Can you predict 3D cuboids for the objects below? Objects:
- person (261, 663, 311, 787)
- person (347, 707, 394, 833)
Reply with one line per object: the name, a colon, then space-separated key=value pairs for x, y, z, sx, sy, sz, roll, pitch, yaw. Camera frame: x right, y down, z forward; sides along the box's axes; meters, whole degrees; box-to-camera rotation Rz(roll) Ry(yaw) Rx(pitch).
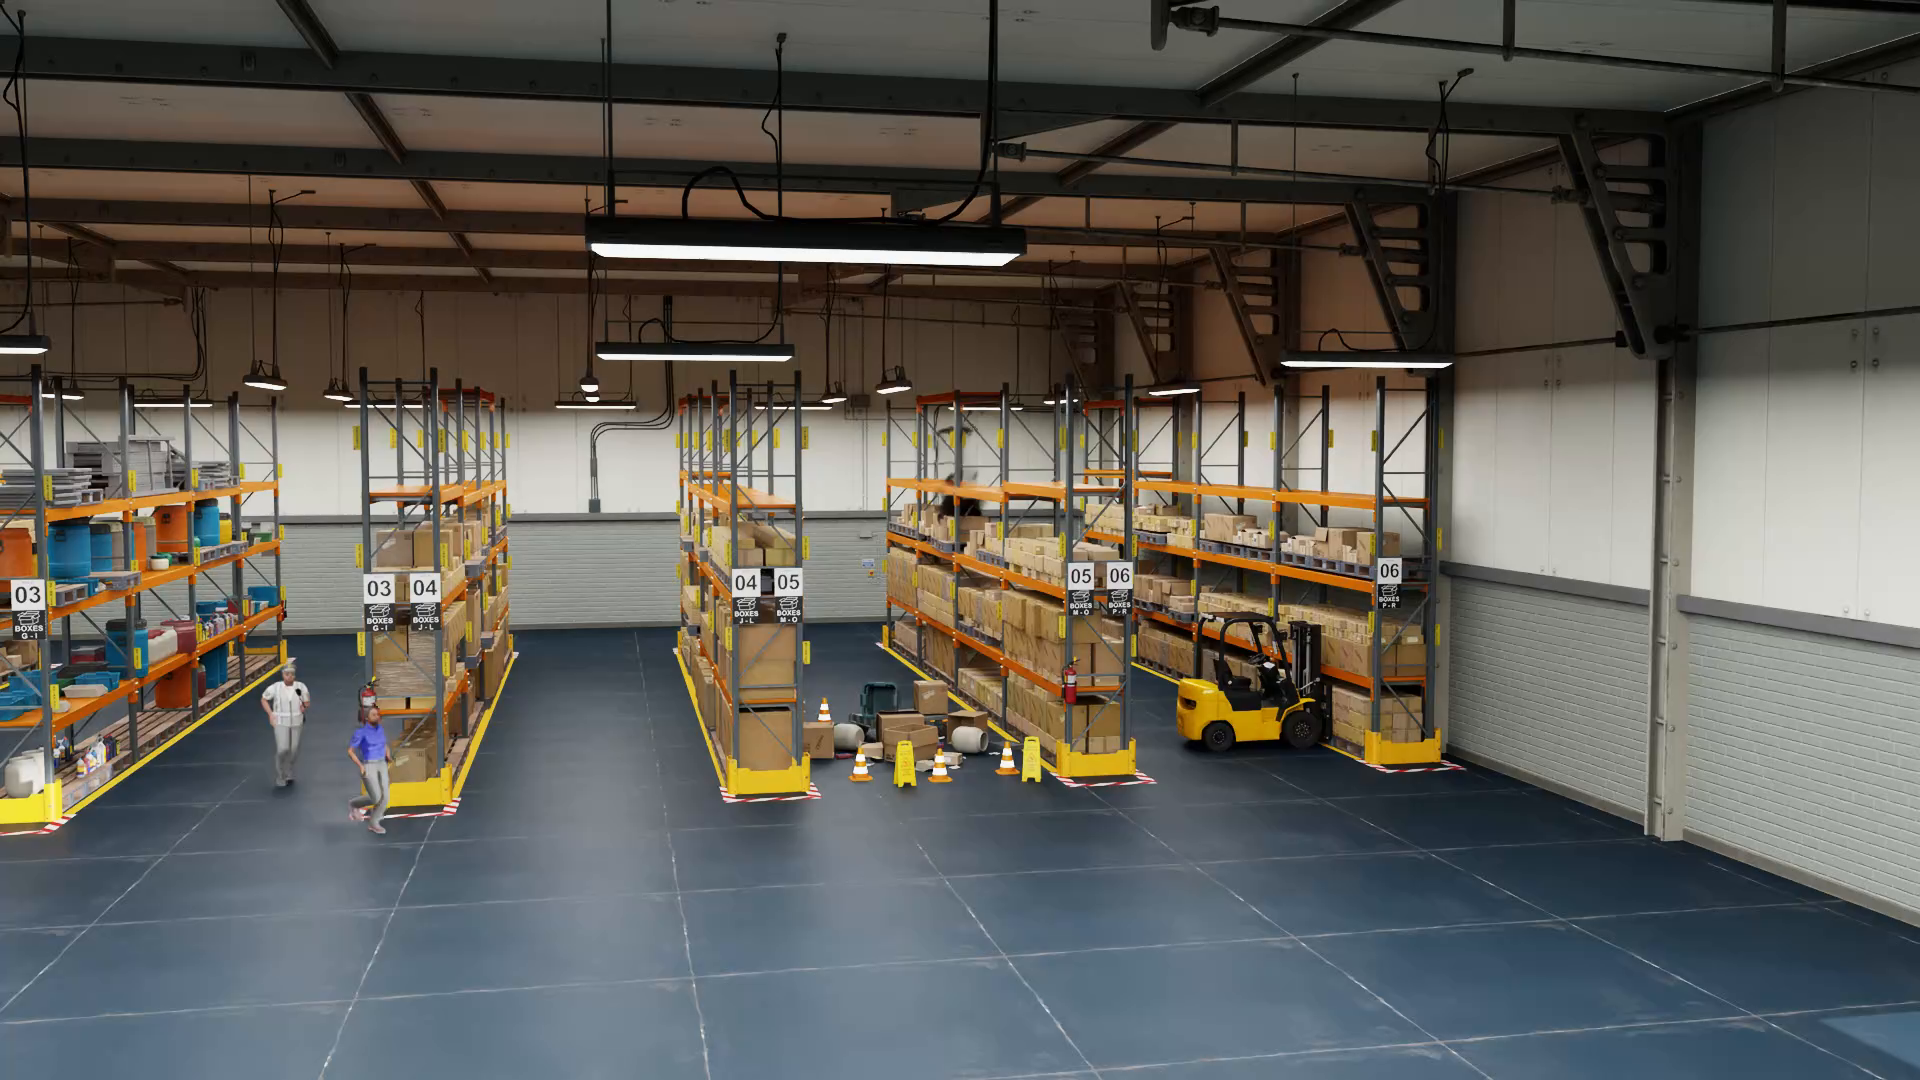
person: x=-9.760 y=2.695 z=24.179 sx=0.634 sy=1.814 sz=0.735 roll=-2 pitch=4 yaw=-36
person: x=-7.554 y=2.940 z=21.332 sx=0.567 sy=1.621 sz=0.586 roll=2 pitch=4 yaw=30
